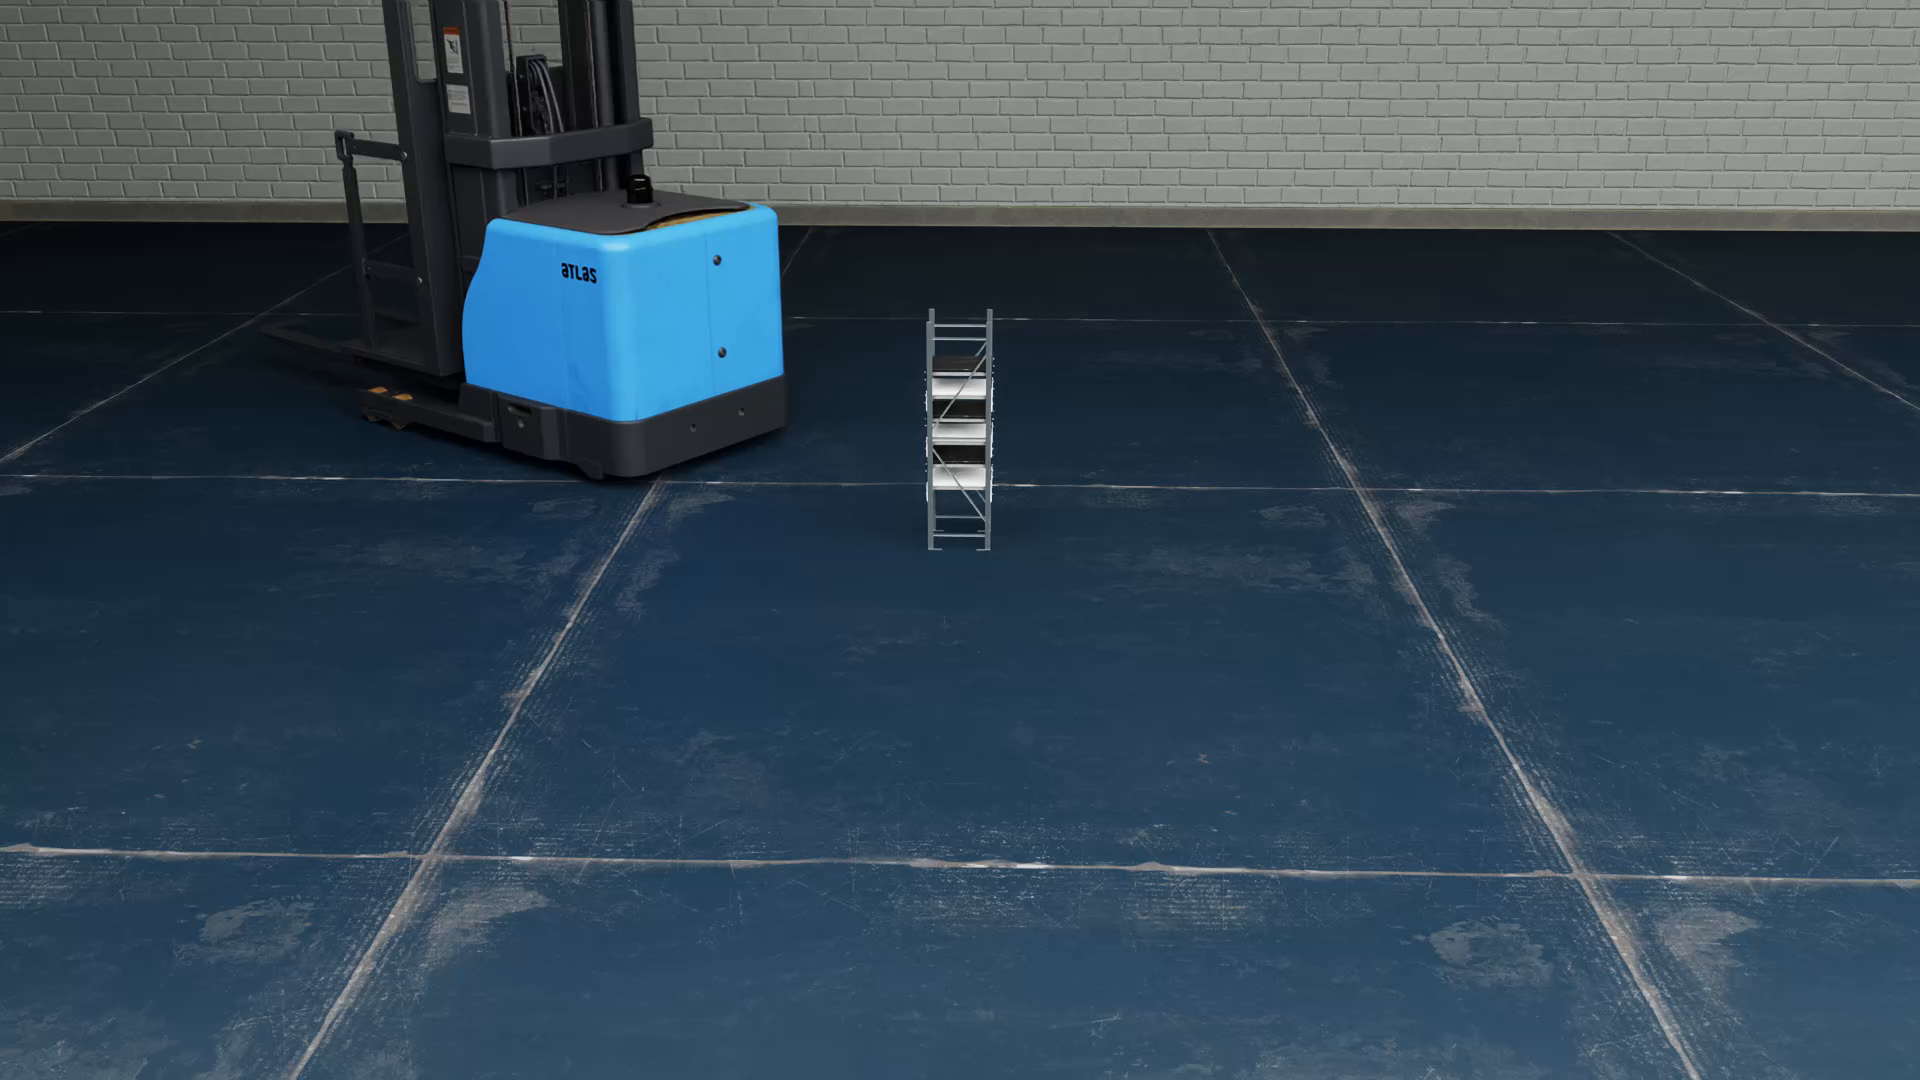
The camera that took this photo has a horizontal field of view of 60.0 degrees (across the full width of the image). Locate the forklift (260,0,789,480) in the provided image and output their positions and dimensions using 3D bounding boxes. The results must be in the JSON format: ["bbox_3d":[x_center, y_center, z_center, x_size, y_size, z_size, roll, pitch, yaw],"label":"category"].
[{"bbox_3d":[-2.278,-2.029,7.705,3.031,2.935,1.130,15,26,34],"label":"forklift"}]

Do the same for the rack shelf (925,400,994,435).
[{"bbox_3d":[0.000,-0.469,6.338,0.258,0.077,0.200,1,21,2],"label":"rack shelf"}]

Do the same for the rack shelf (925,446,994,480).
[{"bbox_3d":[0.000,-0.302,6.403,0.258,0.077,0.200,1,21,2],"label":"rack shelf"}]

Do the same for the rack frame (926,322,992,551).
[{"bbox_3d":[-0.003,-0.380,6.264,0.240,0.900,0.006,1,21,2],"label":"rack frame"}]

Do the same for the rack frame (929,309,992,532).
[{"bbox_3d":[0.003,-0.453,6.453,0.240,0.900,0.006,1,21,2],"label":"rack frame"}]

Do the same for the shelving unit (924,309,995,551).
[{"bbox_3d":[0.000,-0.417,6.359,0.258,0.900,0.210,1,21,2],"label":"shelving unit"}]

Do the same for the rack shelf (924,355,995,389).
[{"bbox_3d":[0.000,-0.637,6.273,0.258,0.077,0.200,1,21,2],"label":"rack shelf"}]

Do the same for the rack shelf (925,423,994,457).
[{"bbox_3d":[0.000,-0.386,6.371,0.258,0.077,0.200,1,21,2],"label":"rack shelf"}]

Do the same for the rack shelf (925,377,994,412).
[{"bbox_3d":[0.000,-0.553,6.306,0.258,0.077,0.200,1,21,2],"label":"rack shelf"}]

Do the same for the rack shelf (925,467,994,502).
[{"bbox_3d":[0.000,-0.218,6.436,0.258,0.077,0.200,1,21,2],"label":"rack shelf"}]
